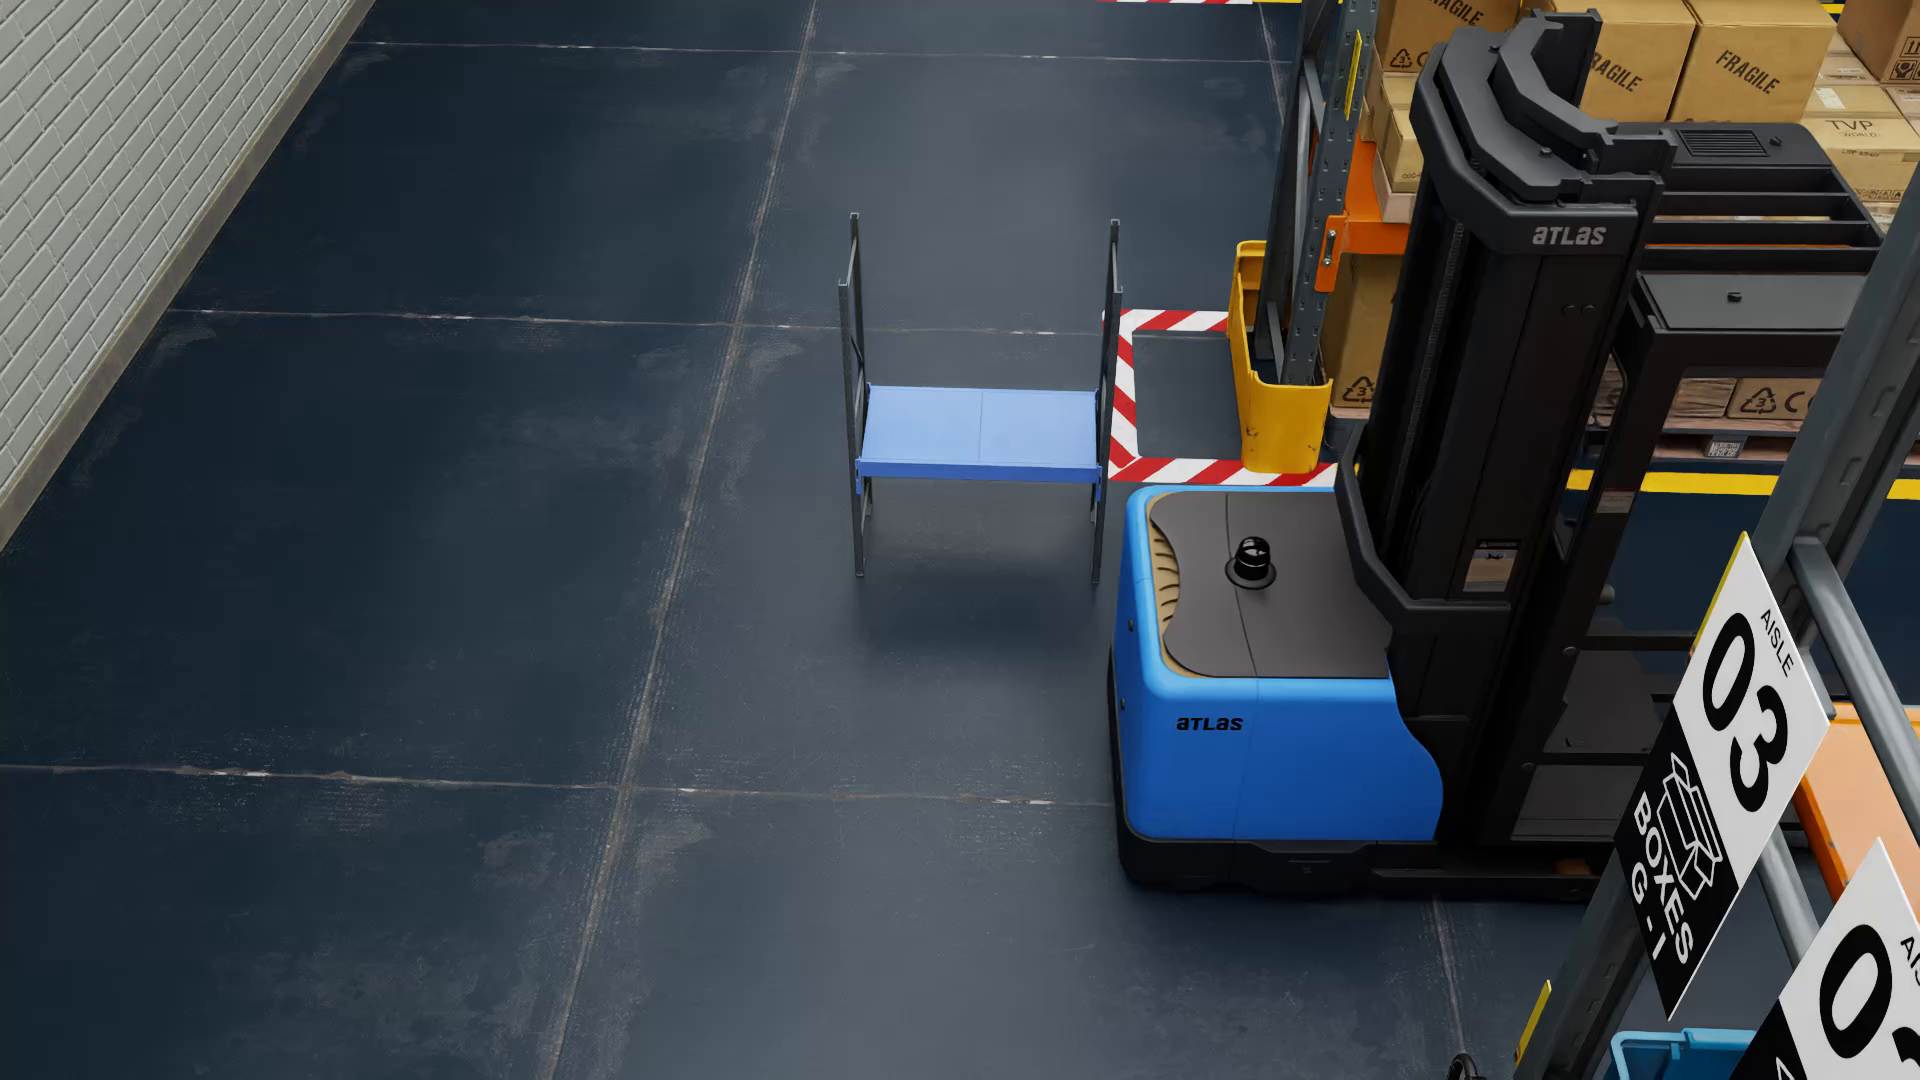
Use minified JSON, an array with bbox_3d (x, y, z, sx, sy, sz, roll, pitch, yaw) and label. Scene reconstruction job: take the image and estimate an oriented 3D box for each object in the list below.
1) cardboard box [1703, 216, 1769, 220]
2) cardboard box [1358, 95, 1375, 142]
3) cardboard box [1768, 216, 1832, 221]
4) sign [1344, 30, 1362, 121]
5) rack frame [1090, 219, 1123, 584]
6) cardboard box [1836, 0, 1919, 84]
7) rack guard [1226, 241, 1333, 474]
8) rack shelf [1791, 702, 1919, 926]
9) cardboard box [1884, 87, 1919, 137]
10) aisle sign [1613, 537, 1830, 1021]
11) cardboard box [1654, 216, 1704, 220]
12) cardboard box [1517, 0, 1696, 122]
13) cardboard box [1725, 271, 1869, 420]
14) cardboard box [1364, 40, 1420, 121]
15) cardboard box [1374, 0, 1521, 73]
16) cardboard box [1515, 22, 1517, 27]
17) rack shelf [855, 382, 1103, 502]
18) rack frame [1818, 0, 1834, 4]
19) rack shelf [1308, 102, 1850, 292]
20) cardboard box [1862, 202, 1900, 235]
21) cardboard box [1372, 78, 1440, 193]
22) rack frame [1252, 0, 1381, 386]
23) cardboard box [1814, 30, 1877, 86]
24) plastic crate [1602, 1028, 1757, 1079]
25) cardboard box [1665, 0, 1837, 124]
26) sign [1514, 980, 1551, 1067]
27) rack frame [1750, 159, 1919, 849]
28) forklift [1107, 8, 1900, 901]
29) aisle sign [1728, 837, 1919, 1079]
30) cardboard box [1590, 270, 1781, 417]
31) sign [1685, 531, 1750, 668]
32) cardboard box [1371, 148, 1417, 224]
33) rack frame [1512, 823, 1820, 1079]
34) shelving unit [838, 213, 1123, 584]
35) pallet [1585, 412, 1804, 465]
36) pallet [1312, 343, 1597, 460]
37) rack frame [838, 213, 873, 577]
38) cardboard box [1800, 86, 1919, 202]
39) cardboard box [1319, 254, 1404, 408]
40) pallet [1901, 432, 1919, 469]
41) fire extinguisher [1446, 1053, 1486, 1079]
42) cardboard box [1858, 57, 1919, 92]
[{"bbox_3d":[3.152,-1.437,6.861,0.250,0.149,0.380,1,43,1],"label":"cardboard box"},{"bbox_3d":[1.899,-1.923,7.384,0.250,0.149,0.380,3,43,3],"label":"cardboard box"},{"bbox_3d":[3.404,-1.428,6.852,0.250,0.149,0.380,1,43,1],"label":"cardboard box"},{"bbox_3d":[1.497,-1.770,6.342,0.005,0.325,0.100,2,43,2],"label":"sign"},{"bbox_3d":[0.593,-0.531,6.805,0.032,1.500,0.500,2,43,2],"label":"rack frame"},{"bbox_3d":[4.045,-2.230,6.870,0.500,0.500,0.500,1,43,1],"label":"cardboard box"},{"bbox_3d":[1.504,-0.888,7.922,0.348,0.500,1.175,2,43,2],"label":"rack guard"},{"bbox_3d":[3.303,0.798,2.606,4.000,0.370,1.077,2,43,2],"label":"rack shelf"},{"bbox_3d":[4.044,-1.598,6.742,0.500,0.250,0.500,3,43,3],"label":"cardboard box"},{"bbox_3d":[1.246,0.418,2.779,0.004,0.787,0.394,2,43,2],"label":"aisle sign"},{"bbox_3d":[2.894,-1.444,6.869,0.250,0.149,0.380,1,43,1],"label":"cardboard box"},{"bbox_3d":[2.495,-1.916,6.534,0.500,0.500,0.500,1,43,1],"label":"cardboard box"},{"bbox_3d":[3.969,-1.158,7.628,0.875,0.875,0.875,2,43,2],"label":"cardboard box"},{"bbox_3d":[2.024,-2.022,7.197,0.500,0.250,0.500,1,43,1],"label":"cardboard box"},{"bbox_3d":[2.026,-2.294,6.939,0.500,0.500,0.500,2,43,2],"label":"cardboard box"},{"bbox_3d":[2.531,-2.006,7.180,0.500,0.250,0.500,1,43,1],"label":"cardboard box"},{"bbox_3d":[0.085,-0.415,6.944,1.000,0.185,0.538,2,43,2],"label":"rack shelf"},{"bbox_3d":[5.848,-5.054,10.560,0.127,3.000,1.000,2,43,2],"label":"rack frame"},{"bbox_3d":[3.526,-1.477,7.248,4.000,0.370,1.077,2,43,2],"label":"rack shelf"},{"bbox_3d":[3.666,-1.421,6.845,0.250,0.149,0.380,2,43,3],"label":"cardboard box"},{"bbox_3d":[1.995,-1.657,6.806,0.500,0.250,0.500,1,43,1],"label":"cardboard box"},{"bbox_3d":[1.528,-1.802,7.069,0.127,3.000,1.000,2,43,2],"label":"rack frame"},{"bbox_3d":[3.560,-1.977,7.149,0.500,0.250,0.500,2,43,2],"label":"cardboard box"},{"bbox_3d":[1.648,1.419,3.542,0.499,0.435,0.616,2,43,2],"label":"plastic crate"},{"bbox_3d":[3.013,-1.905,6.521,0.500,0.500,0.500,1,43,1],"label":"cardboard box"},{"bbox_3d":[1.313,1.136,3.796,0.005,0.325,0.100,2,43,2],"label":"sign"},{"bbox_3d":[1.305,-0.624,1.404,0.127,3.000,1.000,2,43,2],"label":"rack frame"},{"bbox_3d":[2.094,-0.148,5.344,3.031,2.935,1.130,0,43,0],"label":"forklift"},{"bbox_3d":[1.220,0.819,2.348,0.004,0.787,0.394,2,43,2],"label":"aisle sign"},{"bbox_3d":[3.080,-1.185,7.658,0.875,0.875,0.875,2,43,2],"label":"cardboard box"},{"bbox_3d":[1.313,0.136,2.865,0.005,0.325,0.100,2,43,2],"label":"sign"},{"bbox_3d":[1.868,-1.475,6.902,0.250,0.149,0.380,2,43,2],"label":"cardboard box"},{"bbox_3d":[1.305,1.571,3.449,0.127,3.000,1.000,2,43,2],"label":"rack frame"},{"bbox_3d":[0.085,-0.546,6.821,1.048,1.500,0.538,2,43,2],"label":"shelving unit"},{"bbox_3d":[3.546,-0.771,8.008,1.213,0.211,1.003,2,43,2],"label":"pallet"},{"bbox_3d":[2.330,-0.810,8.051,1.213,0.211,1.003,2,43,2],"label":"pallet"},{"bbox_3d":[-0.423,-0.562,6.838,0.032,1.500,0.500,2,43,2],"label":"rack frame"},{"bbox_3d":[3.538,-1.616,6.761,0.500,0.250,0.500,1,43,1],"label":"cardboard box"},{"bbox_3d":[2.171,-1.213,7.688,0.875,0.875,0.875,2,43,2],"label":"cardboard box"},{"bbox_3d":[4.768,-0.736,7.970,1.213,0.211,1.003,2,43,2],"label":"pallet"},{"bbox_3d":[1.175,1.421,3.939,0.183,0.674,0.296,2,43,2],"label":"fire extinguisher"},{"bbox_3d":[4.052,-1.957,7.127,0.500,0.250,0.500,3,43,3],"label":"cardboard box"}]
